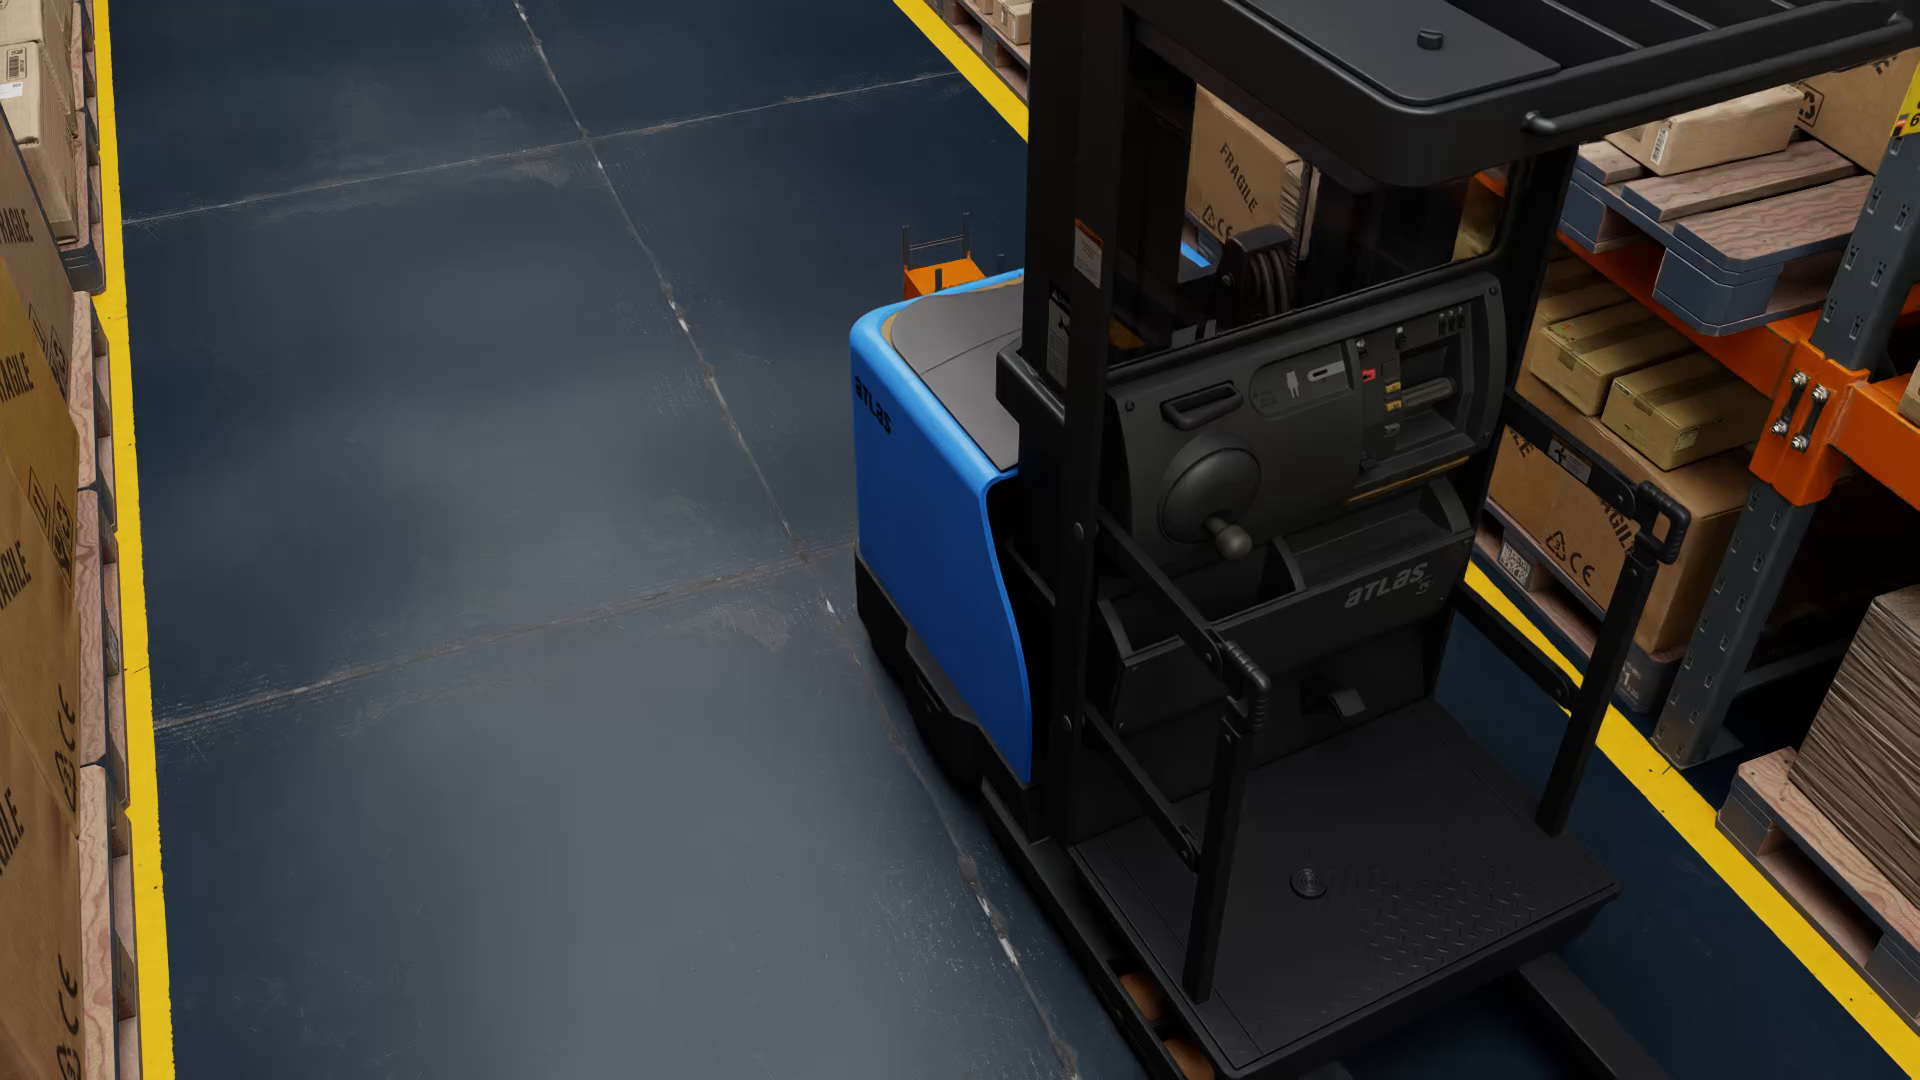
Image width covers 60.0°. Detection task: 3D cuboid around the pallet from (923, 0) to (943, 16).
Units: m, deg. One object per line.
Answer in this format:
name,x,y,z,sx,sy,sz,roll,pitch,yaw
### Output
pallet,0.127,-3.169,8.773,1.003,0.211,1.213,-15,43,-17

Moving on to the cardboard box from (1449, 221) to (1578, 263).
cardboard box,1.715,-0.855,5.041,0.380,0.149,0.250,-14,43,-16

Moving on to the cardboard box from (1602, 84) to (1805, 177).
cardboard box,1.784,-1.030,4.018,0.380,0.149,0.250,-14,43,-16

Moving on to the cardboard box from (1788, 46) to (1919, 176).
cardboard box,2.337,-1.213,3.961,0.500,0.500,0.500,-13,42,-15

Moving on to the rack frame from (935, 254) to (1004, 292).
rack frame,0.026,-0.357,4.860,0.200,1.050,0.008,-15,43,-17

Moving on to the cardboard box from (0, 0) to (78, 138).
cardboard box,-4.210,-1.967,6.880,0.875,0.438,0.875,-16,43,-18

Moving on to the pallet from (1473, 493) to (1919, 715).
pallet,2.139,-0.068,5.168,1.003,0.211,1.213,-15,43,-17

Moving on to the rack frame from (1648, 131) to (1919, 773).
rack frame,2.390,-0.666,3.724,1.000,3.000,0.127,-15,43,-17

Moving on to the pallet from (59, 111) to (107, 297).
pallet,-3.944,-1.256,6.548,1.003,0.211,1.213,-15,43,-17

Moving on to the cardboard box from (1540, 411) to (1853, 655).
cardboard box,2.029,-0.079,4.636,0.500,0.500,0.500,-14,43,-16

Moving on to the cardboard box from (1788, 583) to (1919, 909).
cardboard box,2.616,0.454,3.921,0.875,0.625,0.625,-14,43,-16

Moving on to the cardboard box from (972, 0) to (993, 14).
cardboard box,0.238,-2.676,7.836,0.396,0.266,0.258,-14,43,-15

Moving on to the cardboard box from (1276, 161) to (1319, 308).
cardboard box,1.429,-1.006,5.714,0.500,0.500,0.500,-17,43,-18

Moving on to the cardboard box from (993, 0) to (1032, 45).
cardboard box,0.375,-2.417,7.624,0.380,0.149,0.250,-16,43,-18

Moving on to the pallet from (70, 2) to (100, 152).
pallet,-4.415,-1.992,7.404,1.003,0.211,1.213,-15,43,-17

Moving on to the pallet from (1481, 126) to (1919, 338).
pallet,2.066,-0.984,4.241,1.213,0.211,1.003,-15,43,-17

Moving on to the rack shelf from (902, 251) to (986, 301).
rack shelf,-0.020,-0.637,4.767,0.215,0.259,0.240,-15,43,-17

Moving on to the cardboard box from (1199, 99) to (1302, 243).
cardboard box,1.236,-1.320,6.079,0.500,0.500,0.500,-16,43,-18

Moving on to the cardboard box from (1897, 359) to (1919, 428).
cardboard box,2.334,-0.281,3.392,0.500,0.250,0.500,-15,43,-17

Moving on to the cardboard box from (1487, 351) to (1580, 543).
cardboard box,1.847,-0.383,4.990,0.500,0.500,0.500,-16,43,-17

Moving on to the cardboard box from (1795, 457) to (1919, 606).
cardboard box,2.487,-0.202,4.779,0.500,0.500,0.500,-14,43,-15

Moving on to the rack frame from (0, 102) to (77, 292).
rack frame,-3.725,-1.835,5.084,1.000,3.000,0.127,-15,43,-17

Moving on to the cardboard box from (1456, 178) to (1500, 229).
cardboard box,1.619,-1.005,5.216,0.380,0.149,0.250,-16,43,-17

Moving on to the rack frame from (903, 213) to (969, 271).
rack frame,-0.067,-0.504,5.031,0.200,1.050,0.008,-15,43,-17

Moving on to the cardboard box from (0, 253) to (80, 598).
cardboard box,-3.061,-0.293,4.598,0.875,0.875,0.875,-14,43,-16

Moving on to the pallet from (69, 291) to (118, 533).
pallet,-3.360,-0.332,5.474,1.003,0.211,1.213,-15,43,-17

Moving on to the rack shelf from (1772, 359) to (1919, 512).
rack shelf,3.155,0.811,2.558,1.077,0.370,4.000,-15,43,-17

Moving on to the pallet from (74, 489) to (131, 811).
pallet,-2.890,0.404,4.618,1.003,0.211,1.213,-15,43,-17

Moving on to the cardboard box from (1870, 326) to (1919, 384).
cardboard box,2.478,-0.516,4.647,0.380,0.149,0.250,-13,42,-15

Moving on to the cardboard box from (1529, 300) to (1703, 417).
cardboard box,1.834,-0.515,4.646,0.380,0.149,0.250,-17,44,-19

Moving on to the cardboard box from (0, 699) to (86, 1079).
cardboard box,-2.382,0.784,3.346,0.875,0.875,0.875,-15,43,-17

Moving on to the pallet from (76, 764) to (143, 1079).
pallet,-2.427,1.138,3.765,1.003,0.211,1.213,-15,43,-17

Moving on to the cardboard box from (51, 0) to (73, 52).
cardboard box,-4.553,-2.511,7.512,0.875,0.438,0.875,-14,43,-16

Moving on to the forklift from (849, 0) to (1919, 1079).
forklift,0.821,-0.167,3.197,1.130,2.935,3.031,-19,44,-20

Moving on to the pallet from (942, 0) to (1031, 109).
pallet,0.597,-2.433,7.917,1.003,0.211,1.213,-15,43,-17

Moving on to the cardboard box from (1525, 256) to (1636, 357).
cardboard box,1.774,-0.684,4.843,0.380,0.149,0.250,-16,43,-18

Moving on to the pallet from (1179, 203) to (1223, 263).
pallet,1.205,-1.538,6.877,1.003,0.211,1.213,-15,43,-17

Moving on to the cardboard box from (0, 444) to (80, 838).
cardboard box,-2.720,0.245,3.972,0.875,0.875,0.875,-15,43,-16

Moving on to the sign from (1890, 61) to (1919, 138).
sign,1.892,-0.934,3.209,0.100,0.325,0.005,-15,43,-17

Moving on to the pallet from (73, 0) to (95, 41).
pallet,-4.878,-2.726,8.258,1.003,0.211,1.213,-15,43,-17

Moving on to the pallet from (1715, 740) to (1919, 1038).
pallet,2.669,0.897,4.046,1.003,0.211,1.213,-15,43,-17

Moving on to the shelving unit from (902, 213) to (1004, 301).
shelving unit,-0.020,-0.430,4.945,0.215,1.050,0.252,-15,43,-17

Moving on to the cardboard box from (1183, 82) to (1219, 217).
cardboard box,1.049,-1.622,6.430,0.500,0.500,0.500,-16,43,-17

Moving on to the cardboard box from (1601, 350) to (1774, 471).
cardboard box,1.967,-0.358,4.463,0.380,0.149,0.250,-17,44,-19

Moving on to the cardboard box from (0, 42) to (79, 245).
cardboard box,-3.866,-1.428,6.253,0.875,0.438,0.875,-16,43,-17

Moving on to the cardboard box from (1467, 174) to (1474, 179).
cardboard box,1.485,-1.164,5.400,0.380,0.149,0.250,-17,44,-19

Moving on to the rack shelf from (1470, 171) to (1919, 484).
rack shelf,1.624,-1.598,5.360,1.077,0.370,4.000,-15,43,-17

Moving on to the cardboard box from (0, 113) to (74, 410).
cardboard box,-3.414,-0.836,5.229,0.875,0.875,0.875,-14,43,-16
